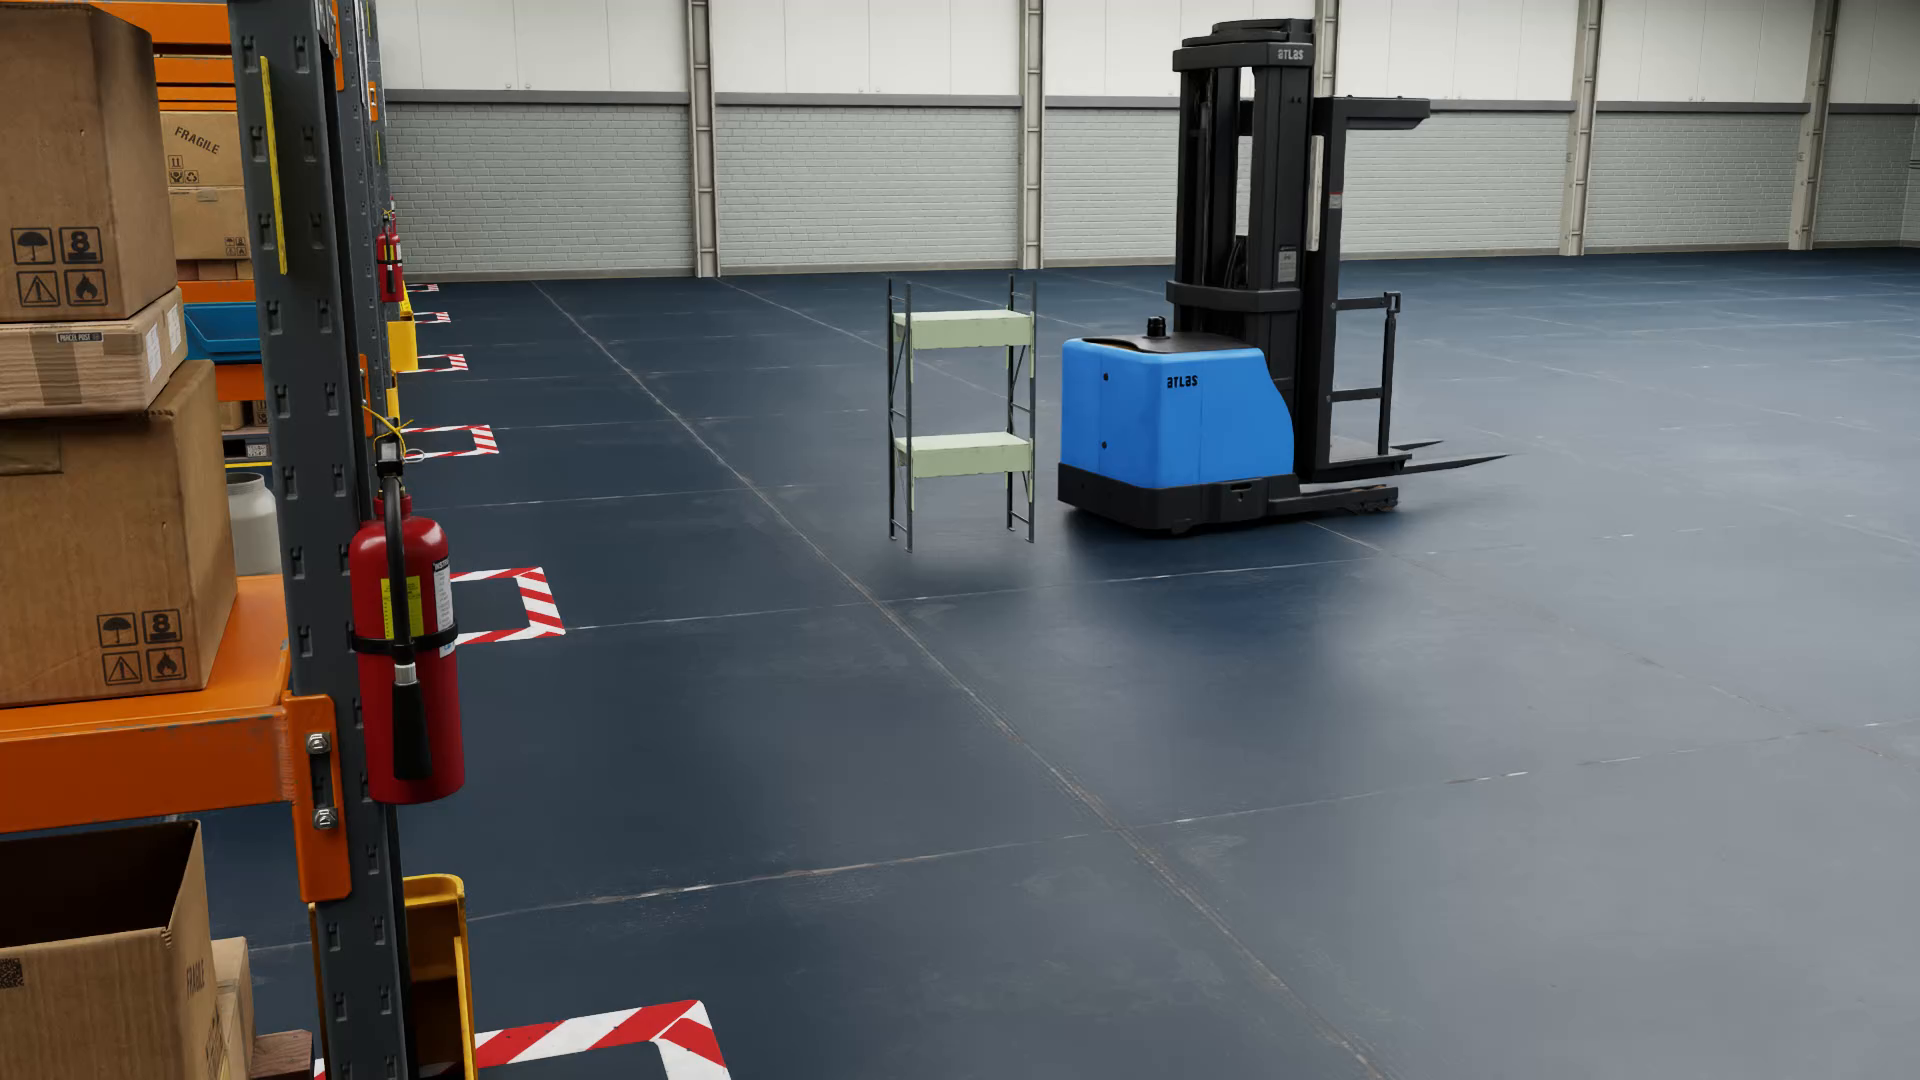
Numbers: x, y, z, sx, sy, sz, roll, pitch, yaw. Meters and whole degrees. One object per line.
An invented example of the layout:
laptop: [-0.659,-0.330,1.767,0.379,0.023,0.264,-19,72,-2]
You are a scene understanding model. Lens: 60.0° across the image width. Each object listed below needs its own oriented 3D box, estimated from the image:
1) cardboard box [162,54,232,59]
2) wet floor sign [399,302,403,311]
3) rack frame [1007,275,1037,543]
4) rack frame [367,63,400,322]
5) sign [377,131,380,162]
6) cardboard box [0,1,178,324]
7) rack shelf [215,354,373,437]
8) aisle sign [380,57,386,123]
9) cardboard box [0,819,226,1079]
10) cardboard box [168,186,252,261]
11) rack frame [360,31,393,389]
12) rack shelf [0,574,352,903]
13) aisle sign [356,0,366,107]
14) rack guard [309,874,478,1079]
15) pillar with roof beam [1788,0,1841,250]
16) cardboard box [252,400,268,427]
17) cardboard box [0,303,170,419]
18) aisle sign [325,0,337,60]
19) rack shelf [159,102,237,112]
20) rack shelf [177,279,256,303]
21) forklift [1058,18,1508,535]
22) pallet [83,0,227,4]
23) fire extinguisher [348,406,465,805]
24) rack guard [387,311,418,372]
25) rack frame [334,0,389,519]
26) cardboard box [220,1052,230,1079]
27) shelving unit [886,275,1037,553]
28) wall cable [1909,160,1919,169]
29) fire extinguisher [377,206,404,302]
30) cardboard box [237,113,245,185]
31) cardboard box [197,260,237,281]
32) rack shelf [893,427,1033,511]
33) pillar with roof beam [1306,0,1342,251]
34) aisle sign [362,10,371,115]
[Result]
cardboard box: [-5.227,-3.450,11.508,0.500,0.250,0.500,-4,14,-18]
wet floor sign: [-6.469,-2.579,19.091,0.232,0.644,0.267,-7,15,-28]
rack frame: [0.353,-0.757,9.585,0.023,1.500,0.400,-4,14,-18]
rack frame: [-5.865,-3.288,16.984,0.127,3.000,1.000,-4,14,-18]
sign: [-5.705,-3.846,16.318,0.005,0.325,0.100,-4,14,-18]
cardboard box: [-1.719,-0.664,2.932,0.500,0.500,0.700,-4,14,-18]
rack shelf: [-4.694,-0.609,7.275,4.000,0.370,1.077,-4,14,-18]
aisle sign: [-5.893,-4.624,16.981,0.004,0.787,0.394,-4,14,-18]
cardboard box: [-1.636,0.854,2.986,0.500,0.500,0.500,-4,14,-18]
cardboard box: [-5.344,-2.288,11.922,0.500,0.500,0.875,-4,14,-18]
rack frame: [-4.378,-2.193,12.379,0.127,3.000,1.000,-4,14,-18]
rack shelf: [-3.118,0.478,2.706,4.000,0.370,1.077,-4,14,-18]
aisle sign: [-2.824,-2.441,7.804,0.004,0.787,0.394,-4,14,-18]
rack guard: [-1.200,1.195,3.540,0.348,0.500,1.175,-4,14,-18]
pillar with roof beam: [19.733,-9.789,31.352,0.400,9.000,9.100,-4,14,-18]
cardboard box: [-4.976,-1.138,12.441,0.500,0.500,0.500,-2,14,-8]
cardboard box: [-1.524,-0.314,2.863,0.250,0.149,0.380,-5,14,-19]
aisle sign: [-1.258,-1.356,3.246,0.004,0.787,0.394,-4,14,-18]
rack shelf: [-9.435,-5.328,20.632,4.000,0.370,1.077,-4,14,-18]
rack shelf: [-6.274,-1.695,11.842,4.000,0.370,1.077,-4,14,-18]
forklift: [2.155,-1.677,10.361,3.031,2.935,1.130,-7,15,-27]
pallet: [-3.614,-2.434,7.320,1.213,0.211,1.003,-4,14,-18]
fire extinguisher: [-0.962,0.111,2.861,0.183,0.674,0.296,-4,14,-18]
rack guard: [-5.842,-2.074,17.280,0.348,0.500,1.175,-4,14,-18]
rack frame: [-2.799,-1.106,7.812,0.127,3.000,1.000,-4,14,-18]
cardboard box: [-1.637,1.218,3.074,0.500,0.250,0.500,-4,14,-18]
shelving unit: [0.006,-0.730,9.471,0.755,1.500,0.431,-4,14,-18]
wall cable: [21.574,-9.150,35.375,0.112,2.526,3.097,-4,14,-18]
fire extinguisher: [-4.123,-2.062,11.998,0.183,0.674,0.296,-4,14,-18]
cardboard box: [-4.821,-2.778,11.819,0.500,0.500,0.500,-4,14,-18]
cardboard box: [-5.282,-1.941,11.864,0.250,0.149,0.380,-4,14,-18]
rack shelf: [0.006,-0.413,9.547,0.720,0.370,0.431,-4,14,-18]
pillar with roof beam: [8.360,-8.904,27.628,0.400,9.000,9.100,-4,14,-18]
aisle sign: [-4.415,-3.528,12.374,0.004,0.787,0.394,-4,14,-18]
